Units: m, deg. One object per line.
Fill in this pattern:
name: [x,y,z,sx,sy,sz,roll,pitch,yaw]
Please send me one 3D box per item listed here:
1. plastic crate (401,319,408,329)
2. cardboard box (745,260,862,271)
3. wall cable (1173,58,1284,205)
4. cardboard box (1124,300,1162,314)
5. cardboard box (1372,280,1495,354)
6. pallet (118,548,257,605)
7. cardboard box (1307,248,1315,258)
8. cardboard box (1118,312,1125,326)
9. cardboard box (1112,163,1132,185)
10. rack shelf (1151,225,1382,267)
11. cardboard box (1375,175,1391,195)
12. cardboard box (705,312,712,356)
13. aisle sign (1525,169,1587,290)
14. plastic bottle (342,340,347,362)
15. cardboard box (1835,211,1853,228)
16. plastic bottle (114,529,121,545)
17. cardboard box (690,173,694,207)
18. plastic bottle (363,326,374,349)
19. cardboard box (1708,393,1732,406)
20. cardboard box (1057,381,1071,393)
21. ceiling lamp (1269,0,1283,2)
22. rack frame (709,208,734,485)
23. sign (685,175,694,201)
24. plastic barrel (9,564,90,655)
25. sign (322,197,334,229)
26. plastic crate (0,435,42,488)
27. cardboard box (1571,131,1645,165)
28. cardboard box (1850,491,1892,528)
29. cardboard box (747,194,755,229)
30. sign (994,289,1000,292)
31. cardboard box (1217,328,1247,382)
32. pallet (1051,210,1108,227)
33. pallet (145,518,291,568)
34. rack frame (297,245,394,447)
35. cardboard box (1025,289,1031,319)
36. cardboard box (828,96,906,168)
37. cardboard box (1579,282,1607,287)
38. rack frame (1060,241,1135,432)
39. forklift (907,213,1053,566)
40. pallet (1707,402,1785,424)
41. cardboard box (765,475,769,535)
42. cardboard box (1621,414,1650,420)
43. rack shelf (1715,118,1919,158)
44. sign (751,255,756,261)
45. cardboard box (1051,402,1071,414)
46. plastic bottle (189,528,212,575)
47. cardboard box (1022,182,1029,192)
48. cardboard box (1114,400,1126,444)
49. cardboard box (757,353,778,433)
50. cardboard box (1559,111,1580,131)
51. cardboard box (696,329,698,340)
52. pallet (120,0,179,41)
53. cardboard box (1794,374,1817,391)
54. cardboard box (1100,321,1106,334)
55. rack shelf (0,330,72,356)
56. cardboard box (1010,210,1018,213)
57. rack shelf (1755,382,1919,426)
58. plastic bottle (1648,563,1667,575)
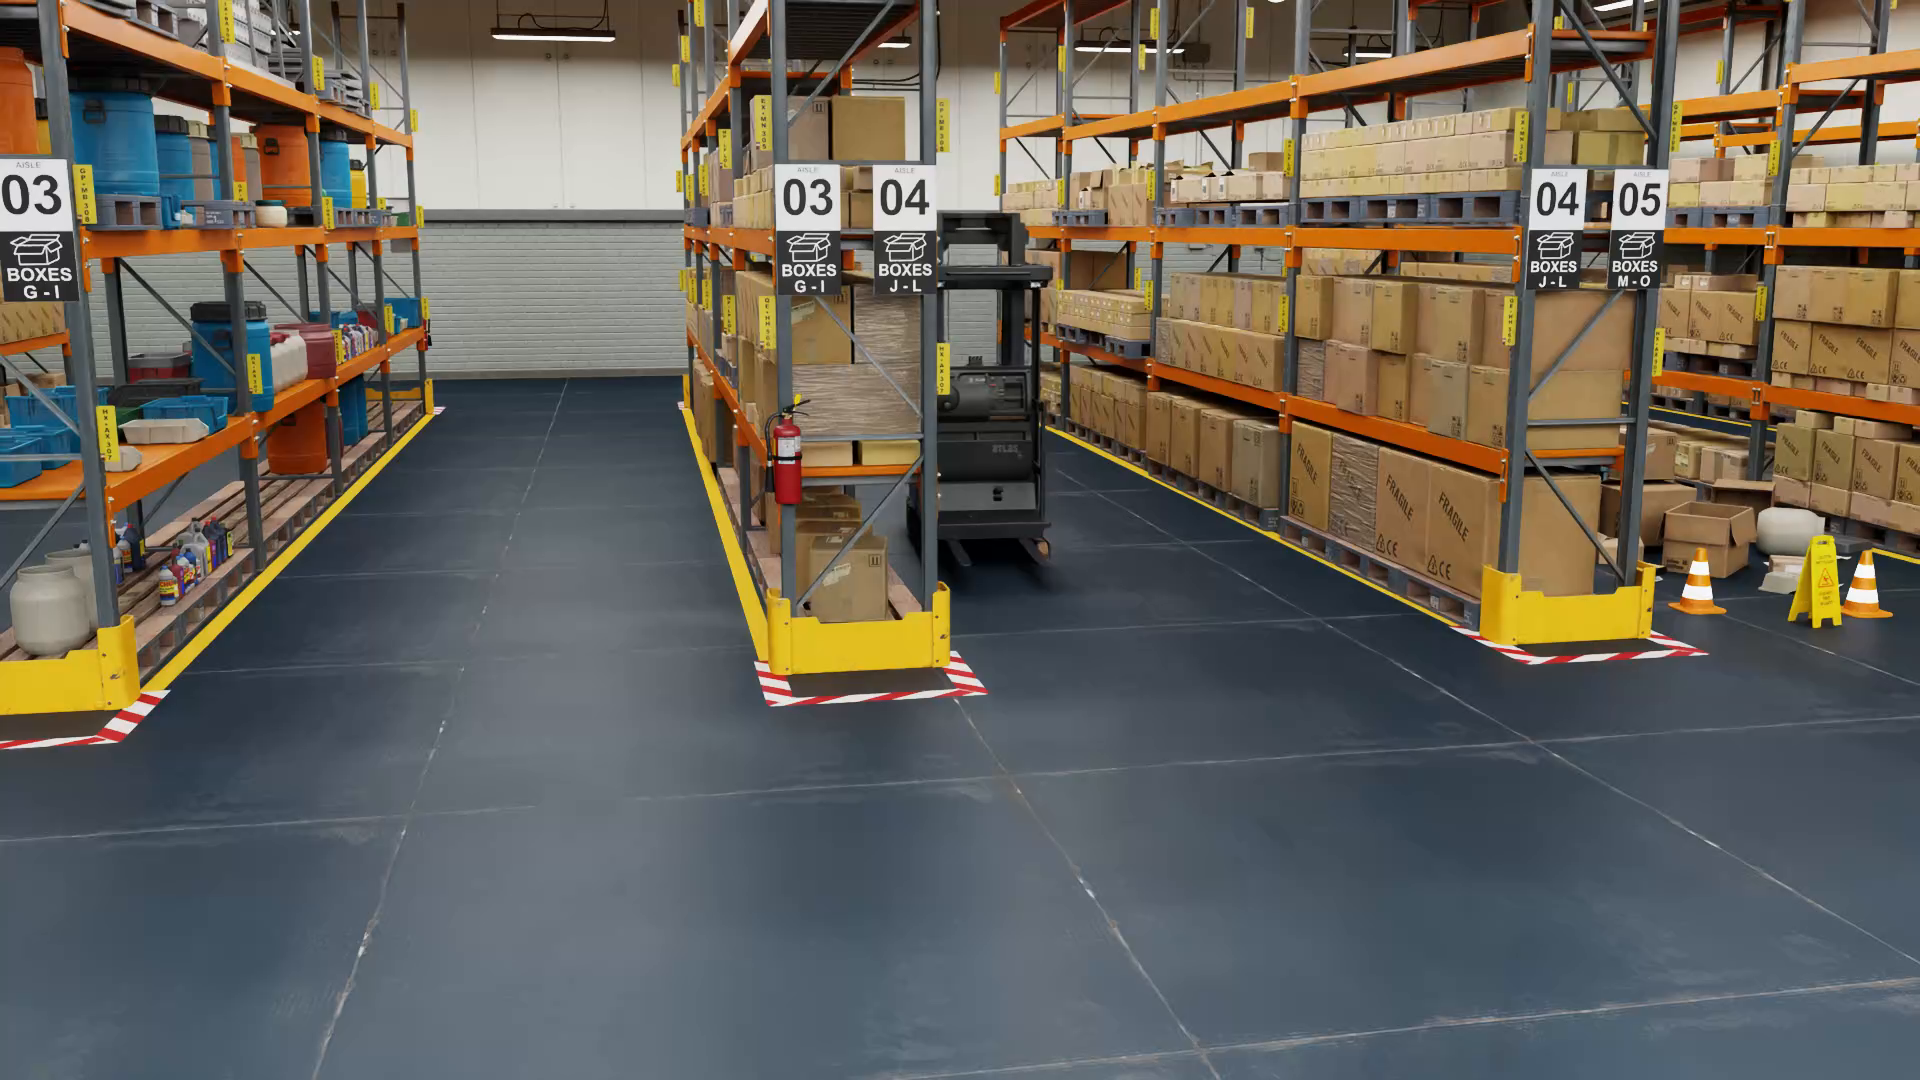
plastic crate: [-8.281,-3.156,24.298,0.396,0.136,0.243,-2,11,-11]
cardboard box: [-1.442,-2.030,15.111,1.000,1.000,1.000,-2,11,-11]
wall cable: [5.318,-7.946,32.878,2.355,3.000,0.029,-2,11,-11]
cardboard box: [2.137,-2.722,19.432,0.380,0.149,0.250,-3,11,-13]
cardboard box: [3.800,-1.777,13.223,0.875,0.550,0.500,-2,11,-11]
pallet: [-6.193,0.297,13.073,1.003,0.211,1.213,-2,11,-11]
cardboard box: [5.818,-4.626,26.801,0.380,0.149,0.250,-2,11,-9]
cardboard box: [2.086,-2.625,19.721,0.380,0.149,0.250,-2,11,-9]
cardboard box: [2.078,-4.472,20.333,0.396,0.266,0.258,-2,11,-11]
rack shelf: [3.071,-3.027,16.978,1.077,0.370,4.000,-2,11,-11]
cardboard box: [3.493,-2.787,13.077,0.380,0.149,0.250,-2,11,-10]
cardboard box: [-2.737,-2.429,19.668,0.500,0.500,0.500,-2,11,-13]
aisle sign: [3.958,-2.059,11.041,0.394,0.787,0.004,-2,11,-11]
plastic bottle: [-7.004,-2.151,18.820,0.097,0.271,0.097,0,11,0]
cardboard box: [8.269,-2.931,15.222,0.380,0.149,0.250,-2,11,-11]
plastic bottle: [-6.533,0.050,12.817,0.144,0.351,0.185,-2,11,-9]
cardboard box: [-3.614,-5.156,24.582,0.700,0.500,0.500,-3,11,-13]
plastic bottle: [-7.445,-2.544,20.870,0.152,0.276,0.135,-2,11,-11]
cardboard box: [11.482,-2.268,24.653,0.500,0.500,0.500,-2,11,-9]
cardboard box: [1.580,-2.161,23.438,0.380,0.149,0.250,-2,11,-9]
ceiling lamp: [4.760,-8.788,21.688,0.800,3.185,2.000,-2,11,-11]
rack frame: [-2.203,-2.112,18.268,1.000,3.000,0.127,-2,11,-11]
sign: [-3.525,-4.591,21.679,0.100,0.325,0.005,-2,11,-11]
plastic barrel: [-5.708,0.434,10.426,0.421,0.512,0.421,0,11,0]
sign: [-6.523,-3.375,17.163,0.100,0.325,0.005,-2,11,-11]
plastic crate: [-5.896,-0.472,10.052,0.499,0.251,0.616,-2,11,-11]
cardboard box: [4.396,-2.705,11.581,0.500,0.250,0.500,-2,11,-11]
cardboard box: [8.366,-0.281,14.882,0.500,0.250,0.500,-2,11,-12]
cardboard box: [-1.284,-2.401,12.168,0.500,0.250,0.500,-2,11,-12]
sign: [0.594,-4.146,26.642,0.100,0.325,0.005,-2,11,-11]
cardboard box: [2.900,-1.860,16.680,0.500,0.500,0.500,-2,11,-10]
pallet: [1.920,-4.271,22.095,1.213,0.211,1.003,-2,11,-11]
pallet: [-6.474,0.029,14.477,1.003,0.211,1.213,-2,11,-11]
rack frame: [-7.839,-2.665,21.176,1.000,3.000,0.127,-2,11,-11]
cardboard box: [1.260,-3.563,24.829,0.500,0.500,0.500,-2,11,-12]
cardboard box: [-0.671,-2.841,11.677,0.500,0.500,0.500,-2,11,-11]
cardboard box: [7.378,-2.783,19.607,0.500,0.500,0.500,-2,11,-13]
rack frame: [1.904,-3.007,22.973,1.000,3.000,0.127,-2,11,-11]
forklift: [0.184,-1.310,14.241,1.130,2.935,3.031,-1,11,-6]
pallet: [11.803,-1.869,24.452,1.003,0.211,1.213,-2,11,-11]
cardboard box: [-1.386,-0.281,14.215,0.500,0.500,0.500,-2,11,-13]
cardboard box: [7.618,-1.283,19.822,0.950,0.372,0.625,-3,11,-15]
rack shelf: [11.997,-5.417,22.584,1.077,0.370,4.000,-2,11,-11]
sign: [-3.224,-4.281,25.937,0.100,0.325,0.005,-2,11,-11]
cardboard box: [1.494,-1.872,23.513,0.380,0.149,0.250,-2,11,-10]
plastic bottle: [-5.775,0.089,12.612,0.144,0.351,0.185,-2,11,-11]
cardboard box: [1.137,-5.275,24.862,0.380,0.149,0.250,-2,11,-9]
cardboard box: [2.200,-1.458,20.398,0.500,0.500,0.500,-2,11,-9]
cardboard box: [-0.942,-1.029,11.516,0.875,0.500,0.500,-2,11,-11]
cardboard box: [4.438,-2.922,11.653,0.380,0.149,0.250,-2,11,-11]
cardboard box: [-3.361,-2.766,22.377,0.380,0.149,0.250,-2,11,-11]
pallet: [-5.855,-3.481,10.994,1.003,0.211,1.213,-2,11,-11]
cardboard box: [8.143,-1.501,15.732,0.380,0.149,0.250,-2,11,-9]
cardboard box: [1.940,-2.618,20.477,0.380,0.149,0.250,-3,11,-14]
rack shelf: [-13.088,-2.499,22.228,1.077,0.370,4.000,-2,11,-11]
cardboard box: [1.061,-4.952,25.571,0.500,0.250,0.500,-2,11,-9]
rack shelf: [8.685,-1.018,14.447,1.077,0.370,4.000,-2,11,-11]
plastic bottle: [5.707,0.233,13.807,0.133,0.061,0.283,-6,13,-31]
